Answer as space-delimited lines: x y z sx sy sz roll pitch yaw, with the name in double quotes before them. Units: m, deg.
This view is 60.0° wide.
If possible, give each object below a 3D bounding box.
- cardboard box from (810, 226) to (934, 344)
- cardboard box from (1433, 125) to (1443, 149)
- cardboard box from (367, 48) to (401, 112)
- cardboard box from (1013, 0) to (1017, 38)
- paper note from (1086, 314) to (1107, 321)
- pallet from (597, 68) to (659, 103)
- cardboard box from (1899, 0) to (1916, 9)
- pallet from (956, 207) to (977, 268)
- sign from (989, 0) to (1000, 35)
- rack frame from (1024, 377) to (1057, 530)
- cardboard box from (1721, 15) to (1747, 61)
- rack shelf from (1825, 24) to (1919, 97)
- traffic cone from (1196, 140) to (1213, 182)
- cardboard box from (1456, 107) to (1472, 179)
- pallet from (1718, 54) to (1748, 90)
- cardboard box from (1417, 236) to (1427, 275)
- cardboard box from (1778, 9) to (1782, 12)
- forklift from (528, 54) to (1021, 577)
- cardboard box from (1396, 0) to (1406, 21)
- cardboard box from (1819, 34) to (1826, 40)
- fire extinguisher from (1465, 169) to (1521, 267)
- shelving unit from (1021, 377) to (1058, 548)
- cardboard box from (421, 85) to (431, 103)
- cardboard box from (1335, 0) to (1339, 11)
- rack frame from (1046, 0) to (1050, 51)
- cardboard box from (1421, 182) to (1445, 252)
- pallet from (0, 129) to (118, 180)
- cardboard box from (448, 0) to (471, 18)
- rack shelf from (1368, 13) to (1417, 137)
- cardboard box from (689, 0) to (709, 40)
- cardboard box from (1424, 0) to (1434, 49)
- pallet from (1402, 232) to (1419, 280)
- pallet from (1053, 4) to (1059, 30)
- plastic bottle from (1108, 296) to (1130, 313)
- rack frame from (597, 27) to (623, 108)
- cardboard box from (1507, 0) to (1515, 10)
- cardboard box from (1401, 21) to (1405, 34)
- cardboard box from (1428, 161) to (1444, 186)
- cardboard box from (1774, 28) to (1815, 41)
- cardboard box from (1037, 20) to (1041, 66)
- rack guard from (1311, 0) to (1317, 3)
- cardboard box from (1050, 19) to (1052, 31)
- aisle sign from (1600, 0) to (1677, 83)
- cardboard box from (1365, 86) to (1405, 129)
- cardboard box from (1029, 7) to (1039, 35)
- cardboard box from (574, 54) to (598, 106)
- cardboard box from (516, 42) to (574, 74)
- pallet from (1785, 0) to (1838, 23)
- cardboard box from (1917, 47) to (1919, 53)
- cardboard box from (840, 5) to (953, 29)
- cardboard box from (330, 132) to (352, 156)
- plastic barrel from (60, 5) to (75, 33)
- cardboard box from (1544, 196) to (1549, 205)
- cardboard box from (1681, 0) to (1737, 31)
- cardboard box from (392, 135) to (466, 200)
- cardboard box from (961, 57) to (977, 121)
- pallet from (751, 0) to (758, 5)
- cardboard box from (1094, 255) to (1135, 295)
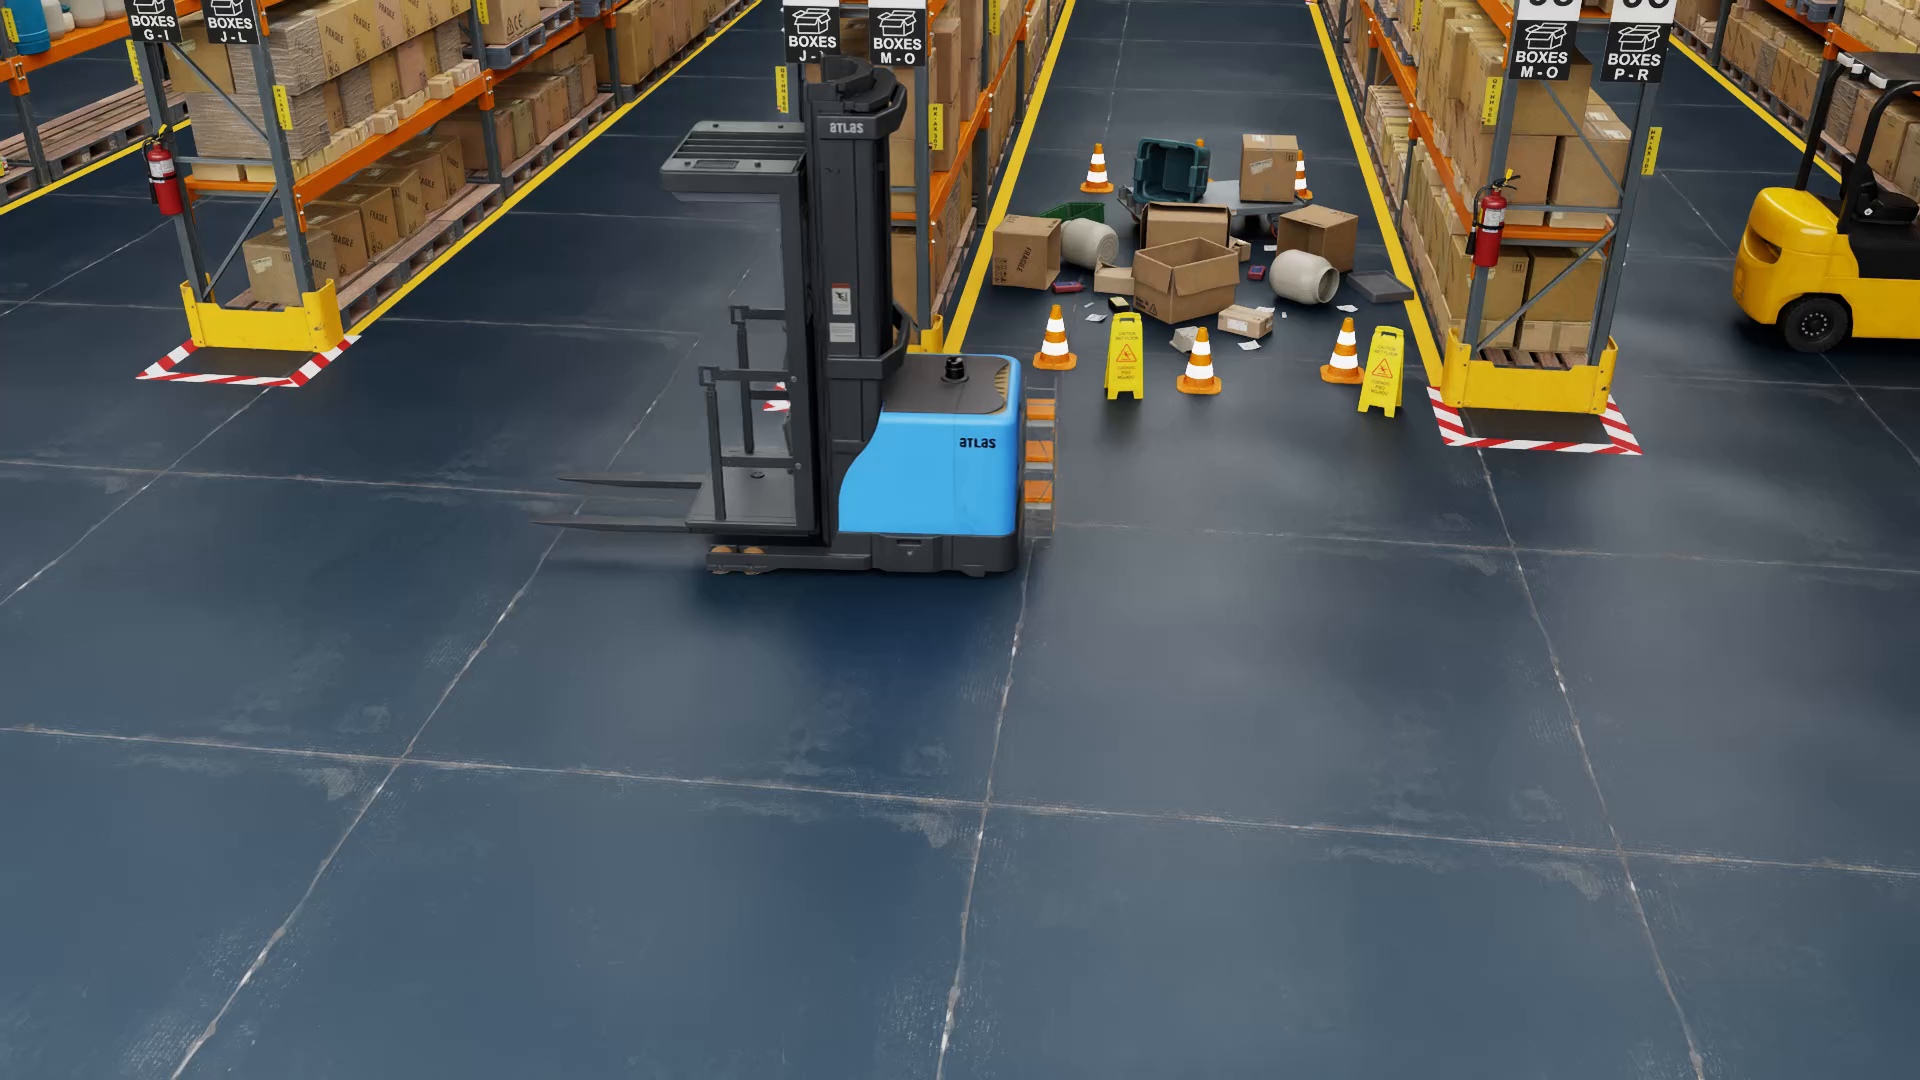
"cardboard box" -0.705 -2.137 13.143 0.875 0.875 0.875 4 29 6
"cardboard box" 4.169 -3.365 13.890 0.380 0.149 0.250 3 29 6
"cardboard box" -5.419 -4.042 14.463 0.875 0.500 0.500 3 28 6
"cardboard box" 0.345 -5.676 17.810 0.500 0.500 0.500 3 28 5
"paper note" 1.149 -1.876 13.994 0.144 0.017 0.142 14 31 24
"pallet" -4.482 -5.805 21.094 1.003 0.211 1.213 3 28 6
"cardboard box" 9.630 -5.391 16.598 0.380 0.149 0.250 4 29 7
"pallet" -0.404 -2.866 15.639 1.003 0.211 1.213 3 28 6
"sign" 0.318 -4.831 15.351 0.100 0.325 0.005 3 28 6
"rack frame" 0.496 -0.532 10.423 0.200 1.050 0.008 1 28 2
"cardboard box" 10.317 -6.556 21.741 0.500 0.500 0.500 5 29 8
"rack shelf" 9.864 -4.545 16.574 1.077 0.370 4.000 3 28 6
"traffic cone" 2.498 -3.950 17.385 0.336 0.463 0.334 3 28 6
"cardboard box" 4.061 -3.006 12.540 0.500 0.500 0.500 3 29 6
"pallet" 10.537 -6.073 21.592 1.003 0.211 1.213 3 28 6
"cardboard box" 4.235 -2.417 14.323 0.500 0.250 0.500 3 28 6
"cardboard box" 10.840 -6.866 21.633 0.380 0.149 0.250 2 28 4
"forklift" -1.145 -1.325 9.910 3.031 2.935 1.130 2 28 3
"cardboard box" 4.713 -5.520 16.764 0.500 0.500 0.500 2 28 4
"cardboard box" 10.588 -6.012 20.048 0.380 0.149 0.250 4 29 6
"fire extinguisher" 3.731 -2.263 11.661 0.296 0.674 0.183 3 28 6
"shelving unit" 0.490 -0.474 10.315 0.215 1.050 0.252 1 28 2
"cardboard box" -5.090 -4.088 15.233 0.380 0.149 0.250 3 28 6
"cardboard box" 6.077 -8.165 24.793 0.875 0.438 0.875 4 29 8
"rack frame" 0.747 -8.213 22.624 1.000 3.000 0.127 3 28 6
"cardboard box" 4.233 -2.753 14.155 0.500 0.500 0.500 5 29 9
"pallet" -10.001 -4.215 18.143 1.003 0.211 1.213 3 28 6
"cardboard box" -4.925 -5.170 15.503 0.500 0.500 0.500 3 28 6
"rack shelf" 4.937 -4.832 17.106 1.077 0.370 4.000 3 28 6
"cardboard box" -4.221 -7.496 23.090 1.225 0.875 0.875 3 29 6
"cardboard box" 4.339 -4.388 14.052 0.700 0.500 0.500 4 29 6
"pallet" 4.645 -2.661 15.259 1.003 0.211 1.213 3 28 6
"pallet" 0.942 -7.879 24.945 1.003 0.211 1.213 3 28 6
"plastic bottle" 1.349 -2.026 14.237 0.133 0.061 0.283 -6 29 -11
"rack frame" -4.653 -6.666 19.752 1.000 3.000 0.127 3 28 6
"cardboard box" 3.968 -3.718 11.383 0.380 0.149 0.250 3 29 6
"cardboard box" 4.712 -5.264 16.972 0.380 0.149 0.250 4 29 8
"cardboard box" 4.186 -3.111 14.135 0.380 0.149 0.250 5 29 9
"cardboard box" 10.189 -6.155 20.314 0.380 0.149 0.250 3 29 6
"cardboard box" 0.776 -6.451 21.547 0.500 0.500 0.500 3 28 5
"rack guard" 6.166 -8.766 26.287 1.175 0.500 0.348 3 28 6
"cardboard box" 1.111 -7.295 23.484 0.380 0.149 0.250 2 28 4
"aisle sign" 4.502 -3.421 10.989 0.394 0.787 0.004 3 28 6
"cardboard box" 5.103 -4.852 18.714 0.950 0.372 0.625 1 28 3
"cardboard box" 0.717 -6.526 20.895 0.500 0.250 0.500 4 29 7
"cardboard box" -4.715 -5.442 19.653 0.700 0.500 0.500 2 28 4
"cardboard box" -4.760 -5.522 19.009 0.500 0.250 0.500 7 29 12
"pallet" 10.122 -6.042 18.796 1.213 0.211 1.003 3 28 6
"cardboard box" 9.568 -4.575 16.030 0.500 0.250 0.500 4 29 7
"cardboard box" -0.524 -4.055 13.609 0.875 0.550 0.500 3 28 6
"cardboard box" -5.256 -3.262 13.699 0.380 0.149 0.250 3 28 6
"plastic barrel" -9.744 -5.624 17.964 0.301 0.262 0.301 0 28 0
"cardboard box" 4.466 -2.481 12.249 0.380 0.149 0.250 4 29 7
"cardboard box" 10.650 -7.482 23.460 0.700 0.500 0.500 2 28 4
"cardboard box" -5.232 -3.681 16.405 0.500 0.500 0.500 3 28 5
"cardboard box" -0.311 -4.078 14.792 0.875 0.550 0.550 3 28 6
"pallet" -3.693 -8.823 26.696 1.003 0.211 1.213 3 28 6
"cardboard box" 1.384 -2.327 14.582 0.396 0.266 0.258 8 29 15
